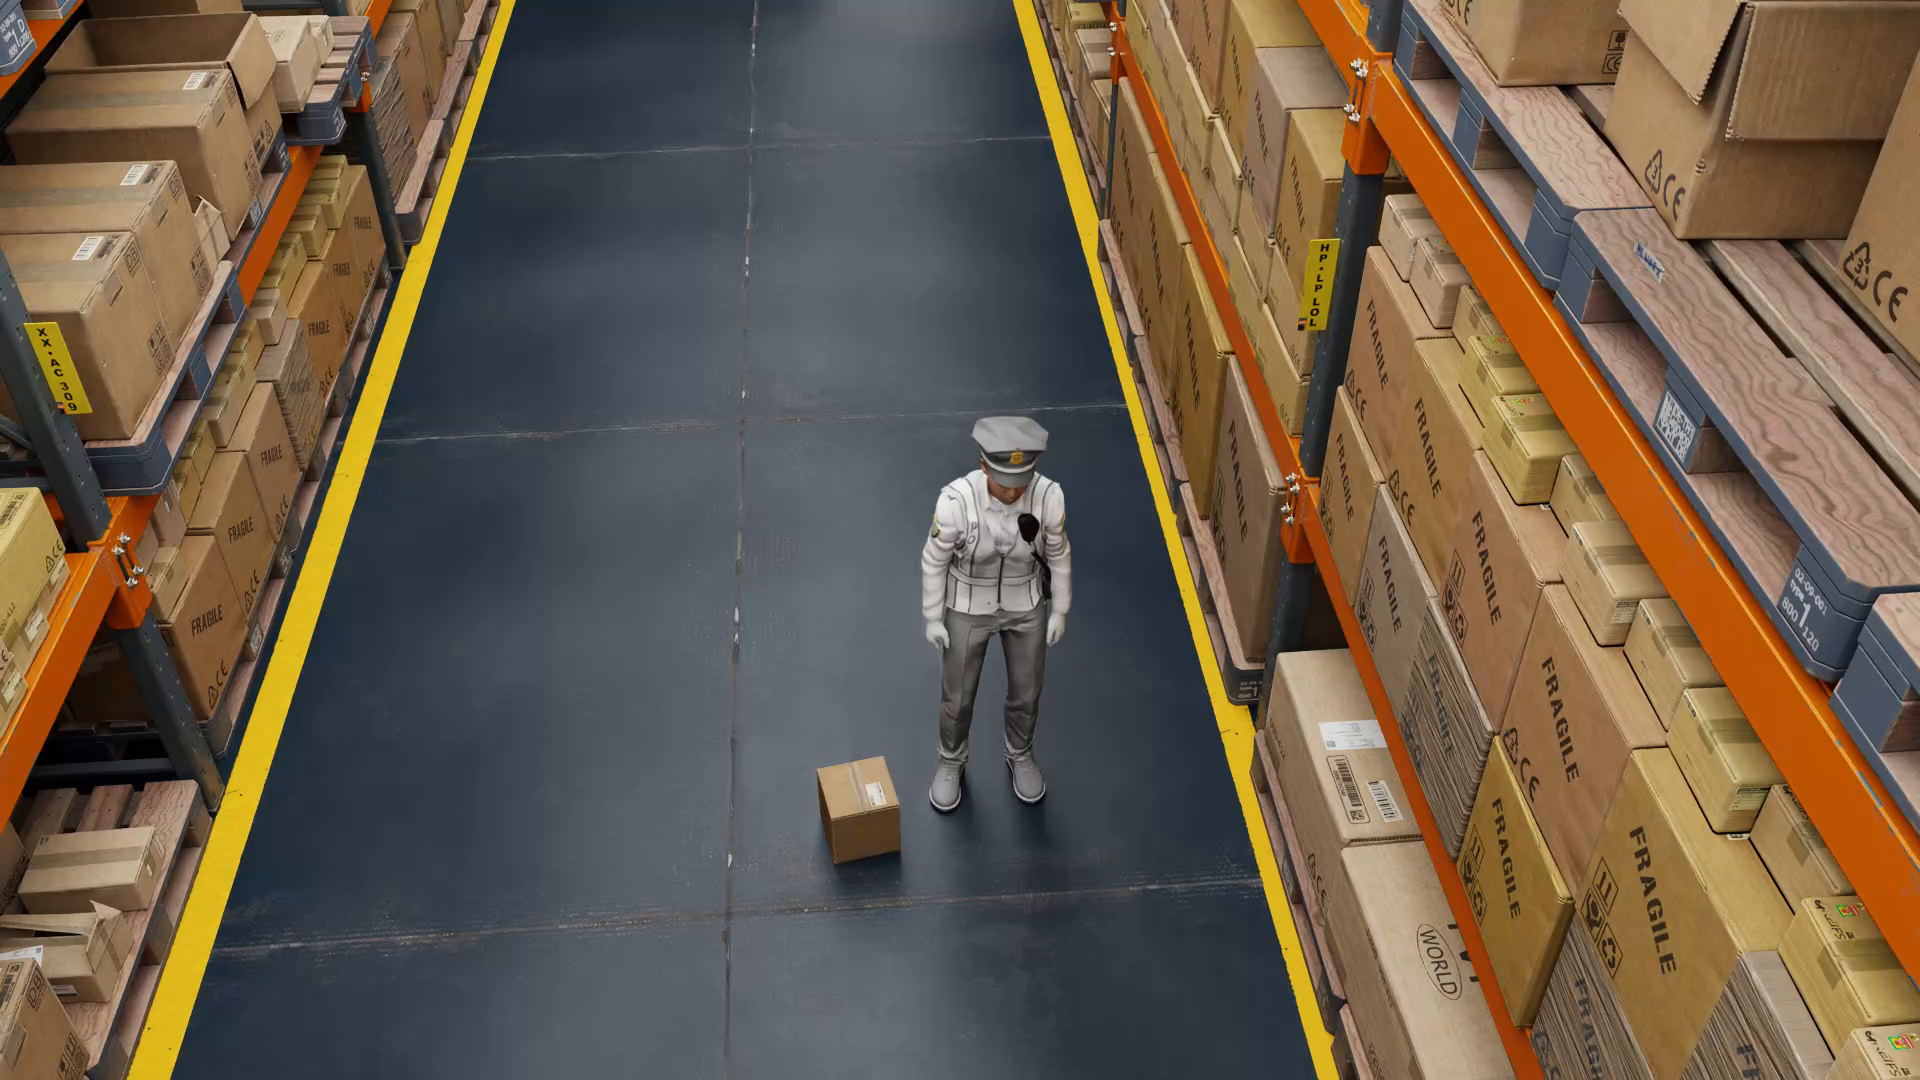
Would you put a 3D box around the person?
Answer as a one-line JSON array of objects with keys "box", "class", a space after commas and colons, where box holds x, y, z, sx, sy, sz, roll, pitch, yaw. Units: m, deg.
[{"box": [0.131, 0.265, 5.829, 0.526, 1.663, 0.343, -4, 40, -5], "class": "person"}]
